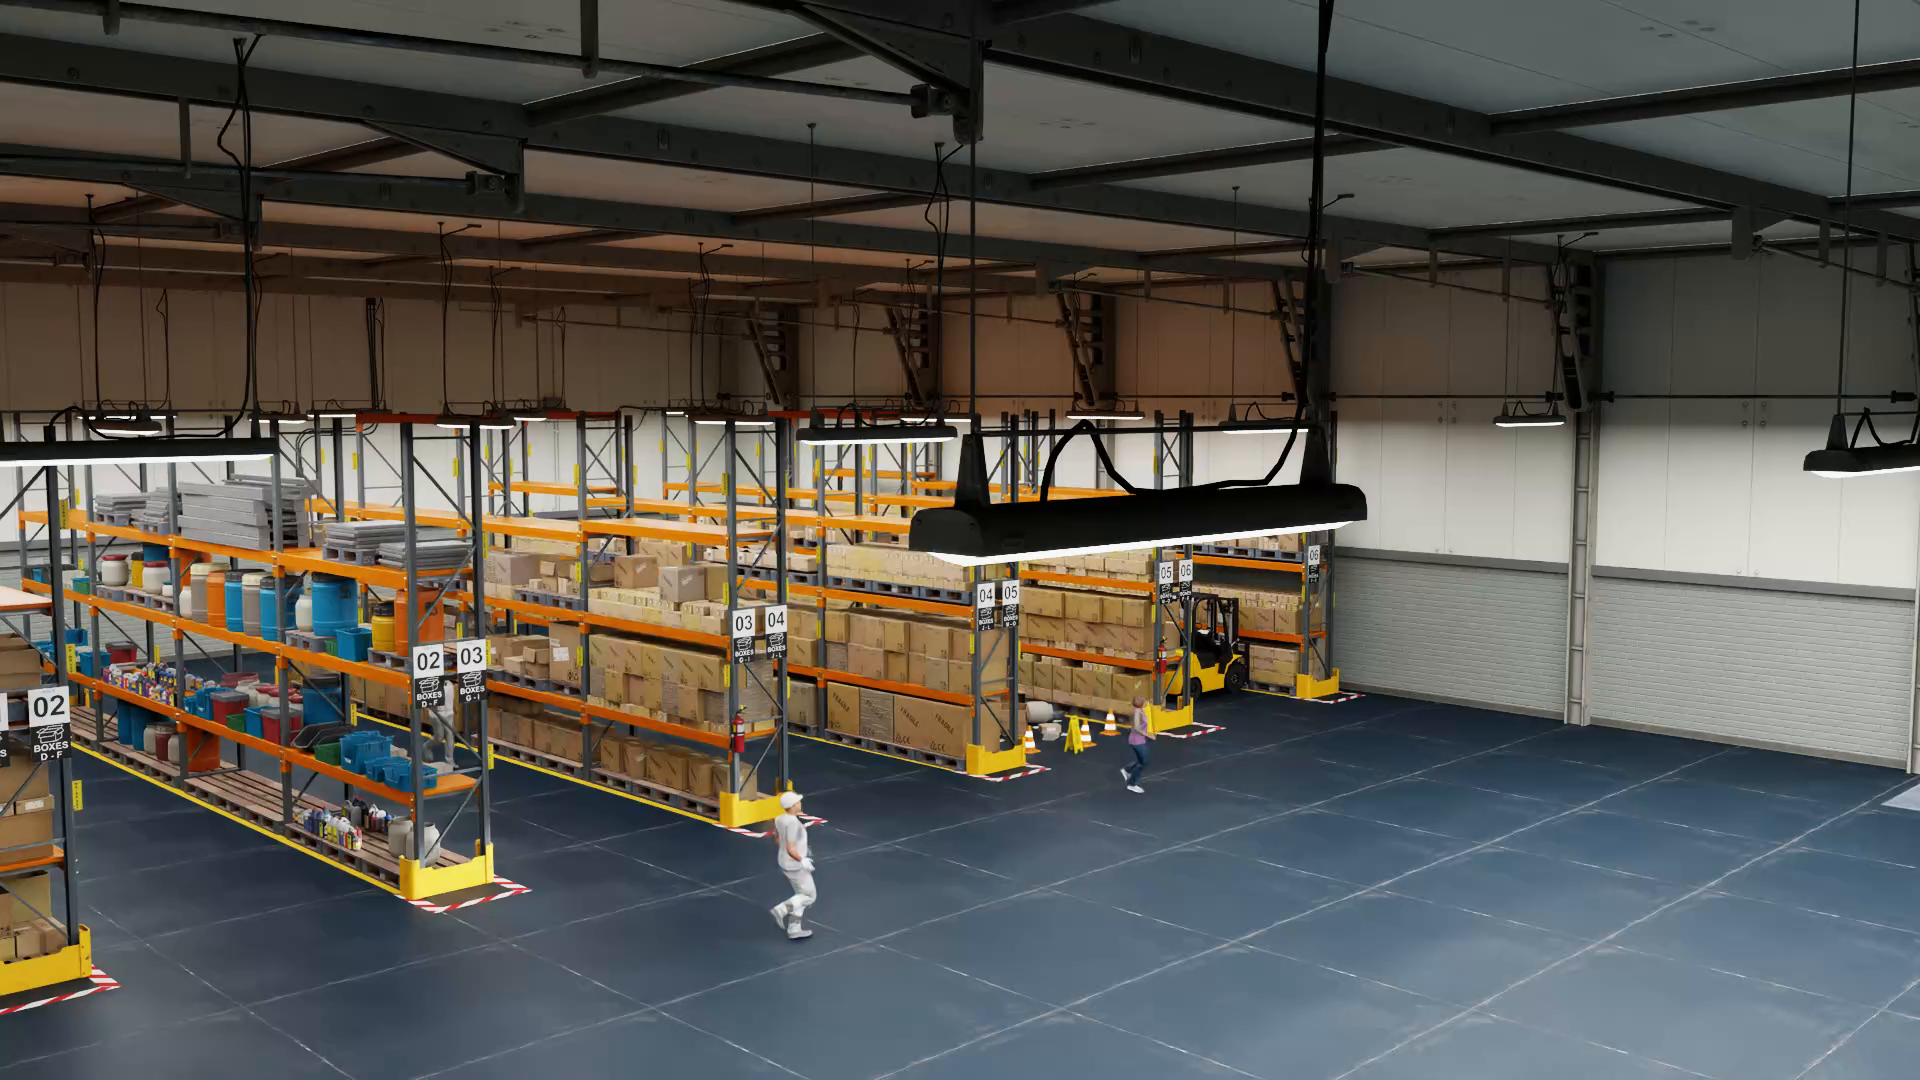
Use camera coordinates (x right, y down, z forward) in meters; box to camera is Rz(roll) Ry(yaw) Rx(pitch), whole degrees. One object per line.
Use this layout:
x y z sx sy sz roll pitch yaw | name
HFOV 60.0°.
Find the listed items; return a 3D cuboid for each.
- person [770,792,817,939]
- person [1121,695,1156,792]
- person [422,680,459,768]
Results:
-1.969 3.784 19.359 0.602 1.737 0.640 -2 5 -26 | person
2.867 3.252 26.653 0.566 1.572 0.580 1 5 8 | person
-8.865 2.995 28.372 0.884 1.755 0.707 5 7 42 | person
